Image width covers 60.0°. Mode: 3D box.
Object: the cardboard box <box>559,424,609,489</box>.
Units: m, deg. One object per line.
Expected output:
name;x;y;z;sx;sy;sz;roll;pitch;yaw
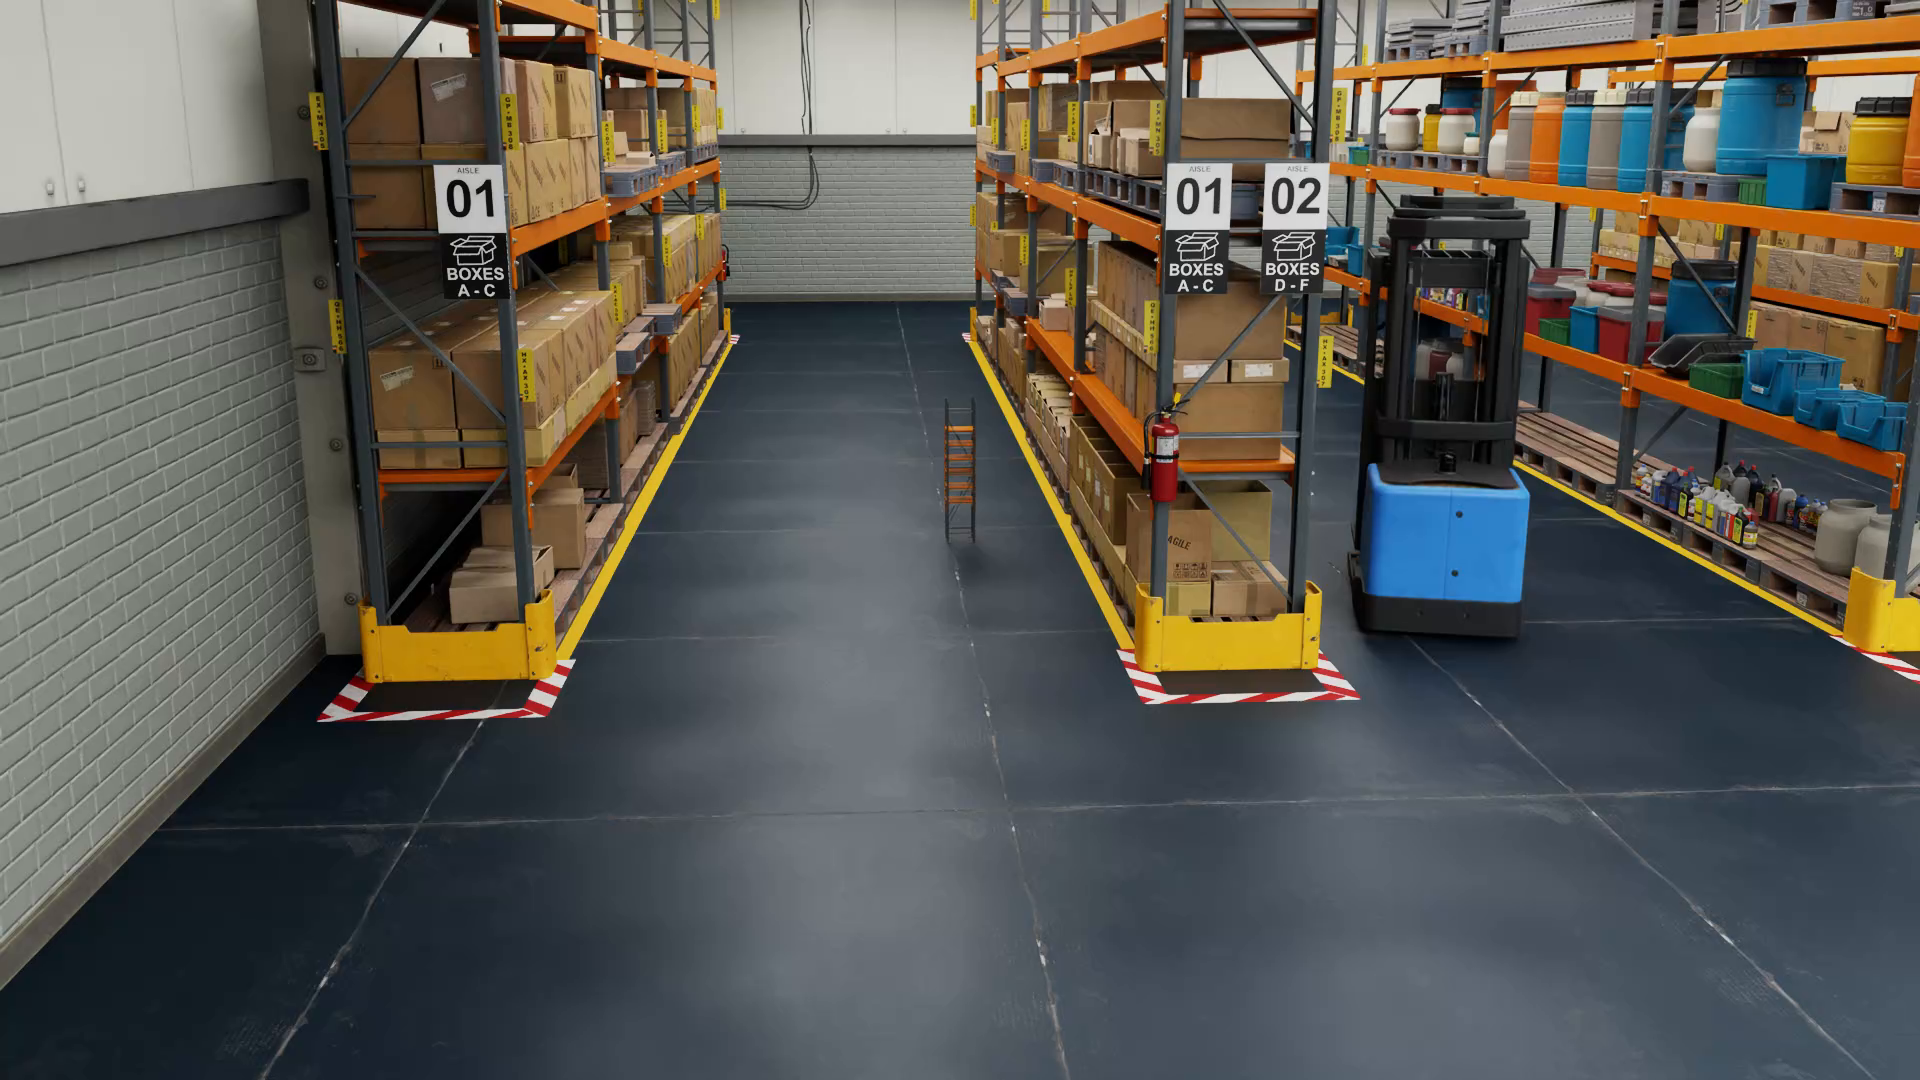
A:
cardboard box;-3.513;-0.761;15.098;0.700;0.500;0.500;0;14;-2

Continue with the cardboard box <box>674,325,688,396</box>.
cardboard box;-3.661;-2.136;19.779;0.750;0.750;0.750;-1;14;-4

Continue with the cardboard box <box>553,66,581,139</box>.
cardboard box;-3.062;-3.185;12.116;0.500;0.500;0.500;-1;14;-5

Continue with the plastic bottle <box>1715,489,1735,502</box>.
plastic bottle;6.258;-0.271;13.645;0.152;0.276;0.135;-1;14;-3

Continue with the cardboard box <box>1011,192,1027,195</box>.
cardboard box;1.052;-5.064;25.480;0.500;0.500;0.500;-1;14;-4

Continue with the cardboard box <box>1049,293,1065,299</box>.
cardboard box;1.225;-2.514;17.955;0.500;0.311;0.500;0;14;0

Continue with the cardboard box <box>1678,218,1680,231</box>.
cardboard box;10.930;-5.107;26.055;0.500;0.500;0.500;-1;14;-3

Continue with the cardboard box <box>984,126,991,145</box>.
cardboard box;0.610;-5.755;23.651;0.500;0.250;0.500;-1;14;-3

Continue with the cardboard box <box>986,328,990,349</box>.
cardboard box;0.633;-2.878;23.703;0.500;0.311;0.500;-1;14;-3

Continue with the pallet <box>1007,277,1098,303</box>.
pallet;1.121;-3.039;20.202;1.003;0.211;1.213;-1;14;-3

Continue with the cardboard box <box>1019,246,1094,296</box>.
cardboard box;1.094;-3.055;18.835;0.700;0.500;0.500;-6;16;-22

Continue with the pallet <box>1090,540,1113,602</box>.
pallet;1.580;0.200;12.826;1.003;0.211;1.213;-1;14;-3

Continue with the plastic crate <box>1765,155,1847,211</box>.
plastic crate;6.267;-2.648;12.312;0.392;0.384;0.575;-1;14;-3

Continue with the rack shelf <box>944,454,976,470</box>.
rack shelf;0.001;-0.651;13.844;0.258;0.103;0.180;-1;14;-3

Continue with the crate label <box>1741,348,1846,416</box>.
crate label;6.301;-1.205;12.617;0.502;0.435;0.616;-1;14;-3

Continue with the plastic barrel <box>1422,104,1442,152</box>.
plastic barrel;6.201;-5.242;21.139;0.600;0.588;0.600;0;14;0

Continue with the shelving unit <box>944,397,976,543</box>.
shelving unit;0.001;-0.577;13.863;0.258;1.200;0.189;-1;14;-3

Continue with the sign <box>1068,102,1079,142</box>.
sign;0.953;-3.498;13.912;0.100;0.325;0.005;-1;14;-3

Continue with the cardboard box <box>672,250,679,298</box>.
cardboard box;-3.496;-3.028;18.937;0.500;0.500;0.500;0;14;-2

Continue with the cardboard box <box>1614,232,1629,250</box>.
cardboard box;10.437;-4.608;25.621;0.500;0.250;0.500;-1;14;-4

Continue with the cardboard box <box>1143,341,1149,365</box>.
cardboard box;1.481;-1.304;11.573;0.380;0.149;0.250;-1;14;-3

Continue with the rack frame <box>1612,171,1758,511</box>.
rack frame;6.438;-1.729;14.725;1.000;3.000;0.127;-1;14;-3

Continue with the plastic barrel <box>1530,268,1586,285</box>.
plastic barrel;6.521;-2.679;18.144;0.600;0.536;0.708;-1;14;-3

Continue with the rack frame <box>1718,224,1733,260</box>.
rack frame;10.885;-3.795;22.755;1.000;3.000;0.127;-1;14;-3

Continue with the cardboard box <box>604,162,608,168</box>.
cardboard box;-3.443;-3.479;14.844;0.500;0.311;0.500;0;14;-2

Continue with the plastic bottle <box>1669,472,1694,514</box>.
plastic bottle;6.085;-0.405;14.013;0.144;0.351;0.185;-1;15;-6

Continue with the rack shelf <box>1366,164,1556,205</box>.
rack shelf;6.066;-4.325;20.241;1.077;0.370;4.000;-1;14;-3

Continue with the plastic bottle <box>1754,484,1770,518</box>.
plastic bottle;6.696;-0.335;13.875;0.061;0.283;0.133;-1;14;-3

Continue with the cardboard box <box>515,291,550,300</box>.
cardboard box;-3.630;-1.756;13.587;0.500;0.500;0.500;-1;14;-5

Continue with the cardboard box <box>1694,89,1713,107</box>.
cardboard box;10.753;-6.403;24.124;0.500;0.250;0.500;-1;14;-5

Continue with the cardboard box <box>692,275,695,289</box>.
cardboard box;-3.603;-3.311;21.340;0.380;0.149;0.250;-1;14;-2

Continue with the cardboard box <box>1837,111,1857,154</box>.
cardboard box;10.882;-4.868;19.865;0.500;0.500;0.500;0;14;0

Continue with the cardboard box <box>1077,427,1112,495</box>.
cardboard box;1.249;-0.644;13.679;0.500;0.500;0.500;-1;14;-3

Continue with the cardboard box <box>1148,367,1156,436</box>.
cardboard box;1.688;-0.954;11.512;0.700;0.500;0.500;-1;14;-2

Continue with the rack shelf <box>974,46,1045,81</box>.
rack shelf;0.874;-6.696;23.440;1.077;0.370;4.000;-1;14;-3

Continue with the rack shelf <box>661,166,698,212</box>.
rack shelf;-3.822;-4.172;19.646;1.077;0.370;4.000;-1;14;-3

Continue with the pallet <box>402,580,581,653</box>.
pallet;-3.222;0.548;11.473;1.003;0.211;1.213;-1;14;-3

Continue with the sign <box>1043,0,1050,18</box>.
sign;1.305;-8.076;25.161;0.100;0.325;0.005;-1;14;-3

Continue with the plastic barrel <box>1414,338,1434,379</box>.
plastic barrel;5.948;-2.263;20.953;0.421;0.512;0.421;0;14;0

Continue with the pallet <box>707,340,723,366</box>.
pallet;-3.994;-2.709;24.133;1.003;0.211;1.213;-1;14;-3

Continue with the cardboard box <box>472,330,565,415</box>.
cardboard box;-2.953;-1.128;11.145;0.500;0.500;0.500;-1;14;-3

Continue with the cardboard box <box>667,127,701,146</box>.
cardboard box;-3.726;-5.373;22.128;0.500;0.250;0.500;-1;14;-4

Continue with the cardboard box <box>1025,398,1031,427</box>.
cardboard box;0.985;-1.385;18.065;0.500;0.250;0.500;-1;14;-4

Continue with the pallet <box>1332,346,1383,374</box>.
pallet;5.858;-2.550;23.514;1.003;0.211;1.213;-1;14;-3

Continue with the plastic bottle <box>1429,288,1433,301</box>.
plastic bottle;5.693;-2.977;19.976;0.097;0.201;0.097;0;14;0

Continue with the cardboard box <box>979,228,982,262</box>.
cardboard box;0.552;-4.443;25.075;0.500;0.500;0.500;-1;14;-4

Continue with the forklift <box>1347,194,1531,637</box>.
forklift;3.544;-1.084;12.357;1.130;2.935;3.031;3;15;10

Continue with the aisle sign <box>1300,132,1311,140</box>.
aisle sign;5.393;-5.985;26.052;0.394;0.787;0.004;-1;14;-3

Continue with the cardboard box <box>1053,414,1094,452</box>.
cardboard box;1.144;-1.022;15.529;0.500;0.311;0.500;0;14;-2

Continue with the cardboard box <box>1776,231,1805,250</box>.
cardboard box;10.964;-3.999;21.337;0.797;0.503;0.637;-1;14;-3

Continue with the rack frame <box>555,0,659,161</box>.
rack frame;-3.698;-5.476;17.250;1.000;3.000;0.127;-1;14;-3

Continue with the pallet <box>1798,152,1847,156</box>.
pallet;10.968;-4.599;20.239;1.003;0.211;1.213;0;14;-1

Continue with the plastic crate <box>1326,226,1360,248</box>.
plastic crate;5.901;-4.679;26.000;0.616;0.435;0.499;-1;14;-3

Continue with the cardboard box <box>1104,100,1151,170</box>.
cardboard box;1.470;-3.016;12.376;0.797;0.503;0.637;1;14;3

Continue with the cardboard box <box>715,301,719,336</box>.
cardboard box;-4.051;-3.380;25.319;0.700;0.500;0.500;-1;14;-3

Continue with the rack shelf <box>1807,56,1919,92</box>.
rack shelf;11.009;-5.661;20.214;1.077;0.370;4.000;-1;14;-3

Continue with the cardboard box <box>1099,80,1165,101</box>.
cardboard box;1.495;-3.754;14.530;0.500;0.500;0.500;-1;14;-3

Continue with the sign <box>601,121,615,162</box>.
sign;-2.909;-3.289;13.733;0.100;0.325;0.005;-1;14;-3
